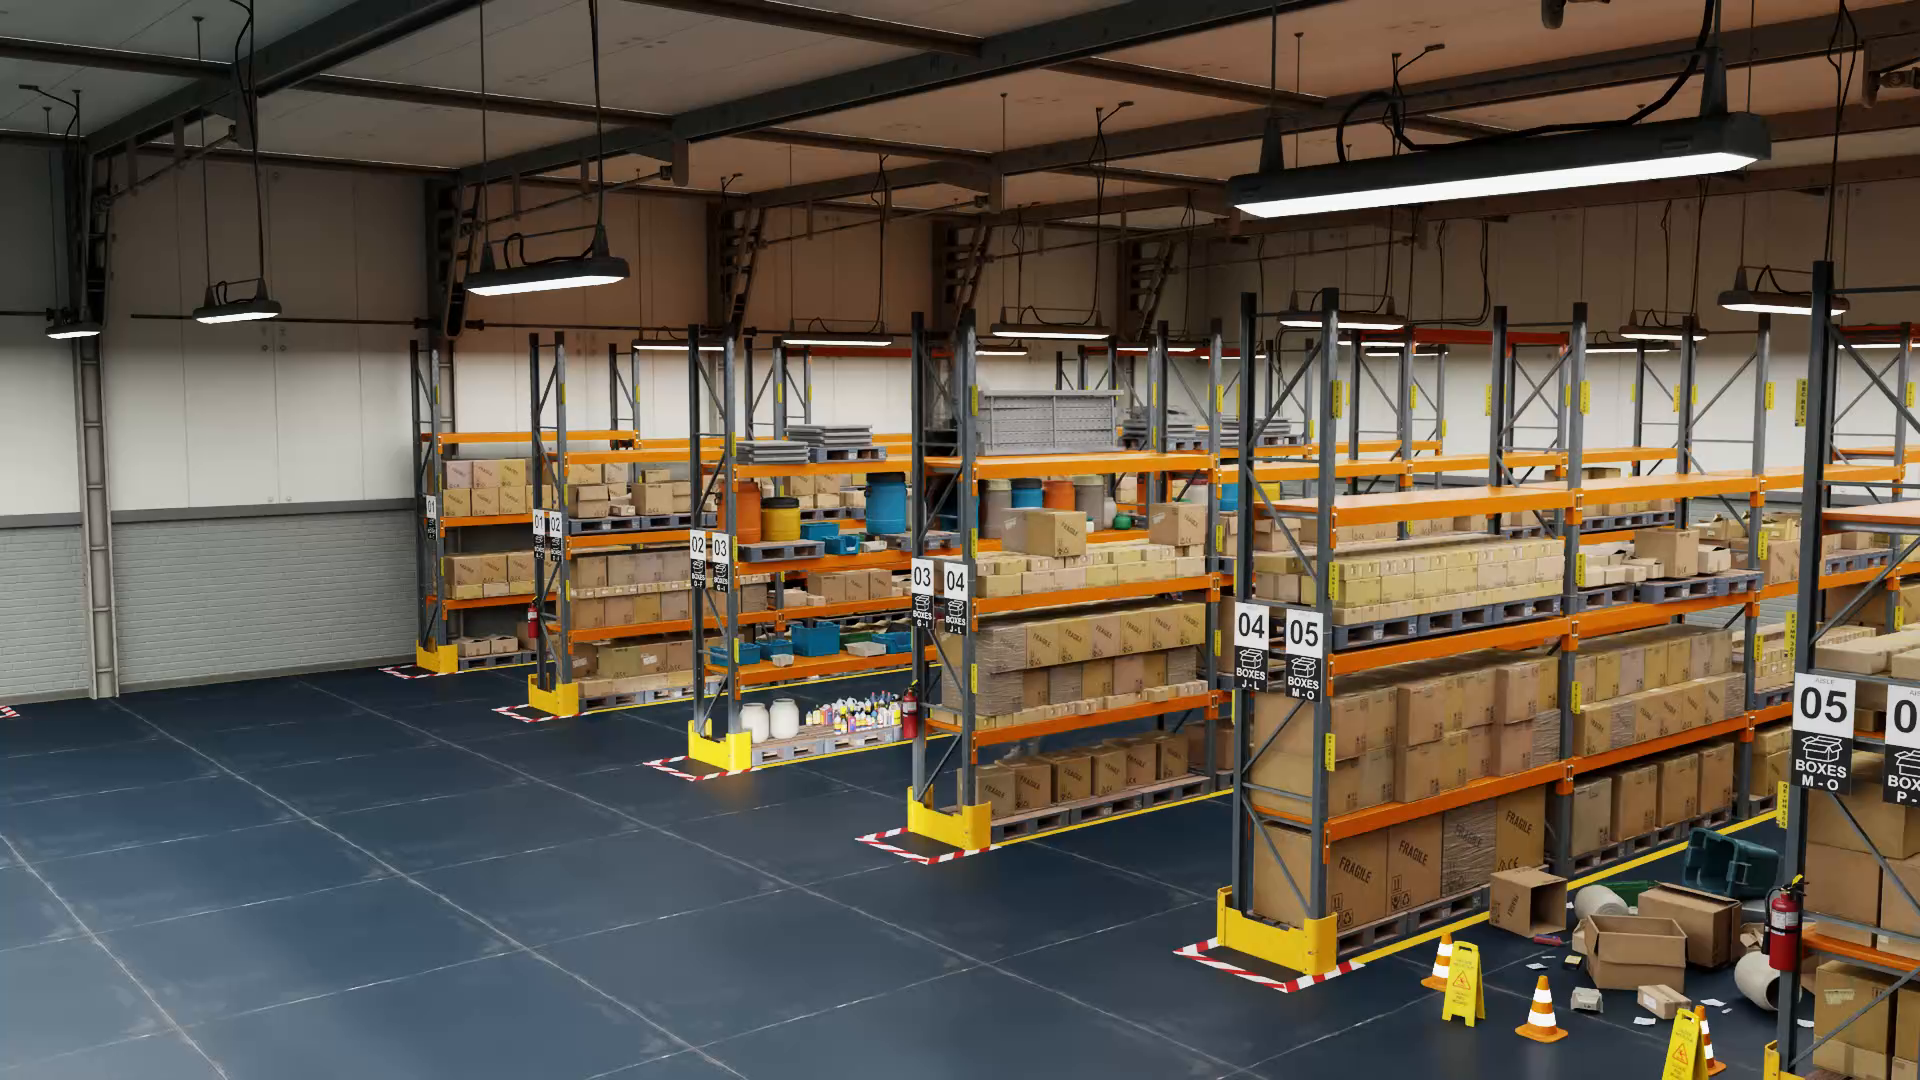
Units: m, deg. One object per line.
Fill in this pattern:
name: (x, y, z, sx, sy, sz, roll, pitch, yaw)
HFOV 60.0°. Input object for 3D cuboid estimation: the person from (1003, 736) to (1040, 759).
person: (0.774, 2.005, 21.719, 0.554, 1.730, 0.697, -5, 7, -41)

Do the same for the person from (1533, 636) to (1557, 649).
person: (8.231, 2.132, 23.432, 0.688, 1.765, 0.580, 5, 7, 44)
